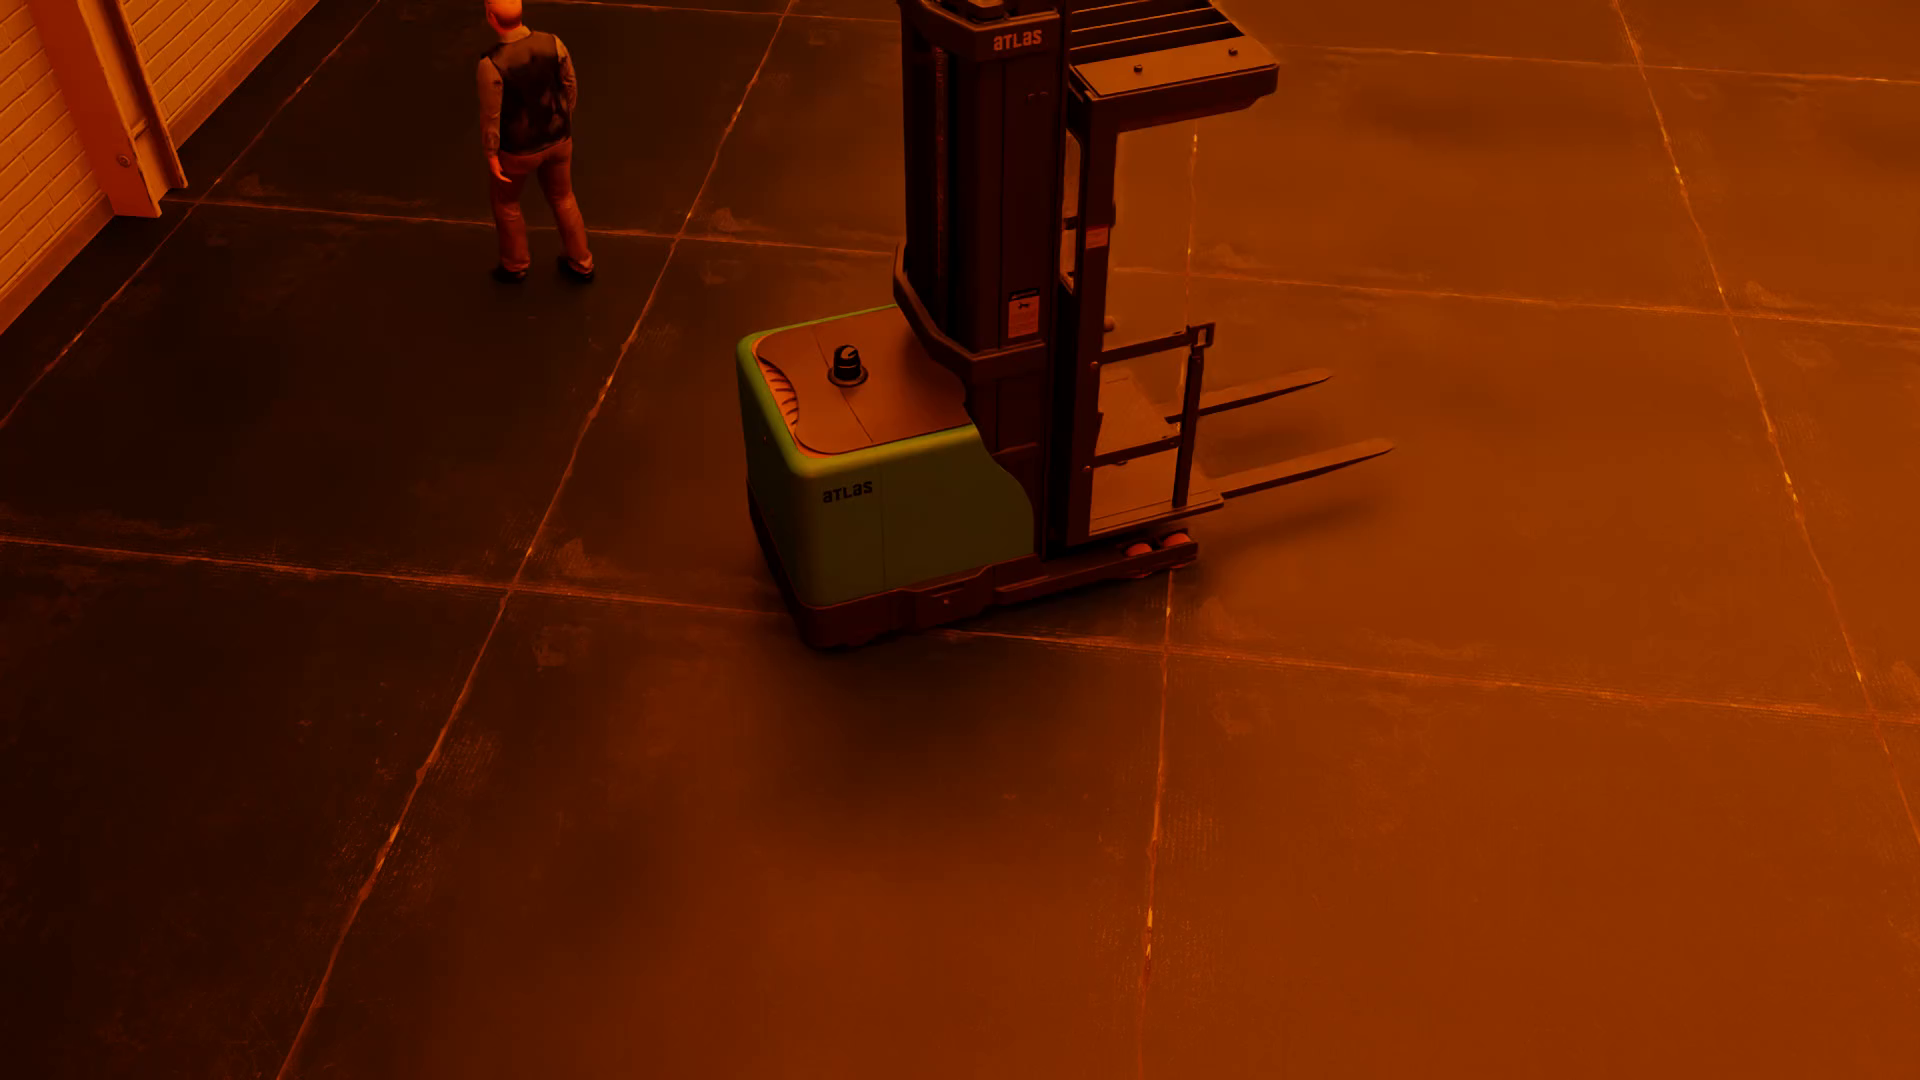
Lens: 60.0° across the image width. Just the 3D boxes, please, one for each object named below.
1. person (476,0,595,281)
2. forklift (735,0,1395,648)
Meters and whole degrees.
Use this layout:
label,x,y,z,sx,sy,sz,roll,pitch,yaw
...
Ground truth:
label,x,y,z,sx,sy,sz,roll,pitch,yaw
person,-2.354,-2.173,9.032,0.617,1.758,0.551,-32,52,-30
forklift,0.572,-1.223,7.055,3.031,2.935,1.130,-14,44,-15
